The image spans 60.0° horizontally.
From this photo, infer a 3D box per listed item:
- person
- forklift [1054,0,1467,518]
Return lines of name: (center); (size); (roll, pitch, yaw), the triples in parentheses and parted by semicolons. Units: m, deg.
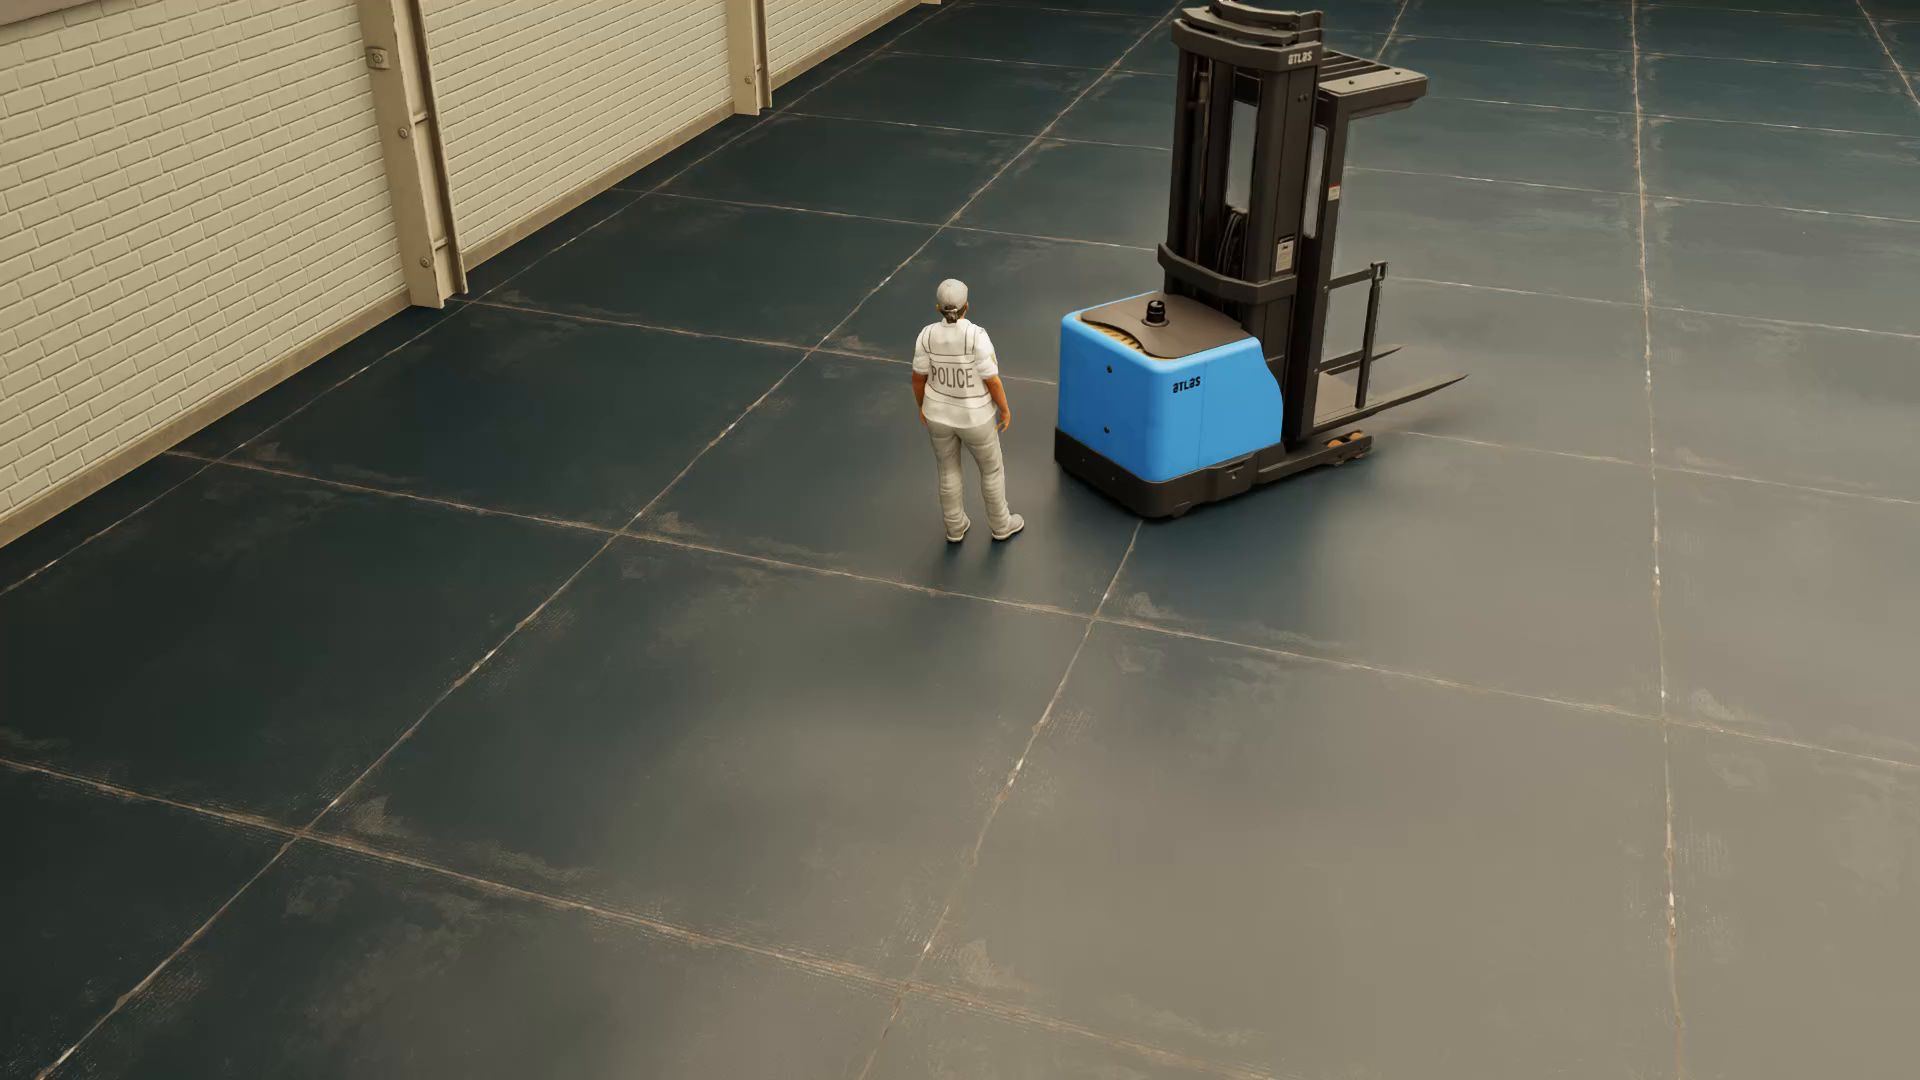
person: (0.046, -0.762, 9.736); (0.598, 1.670, 0.529); (10, 31, 16)
forklift: (2.125, -1.961, 10.577); (3.031, 2.935, 1.130); (-18, 34, -29)
